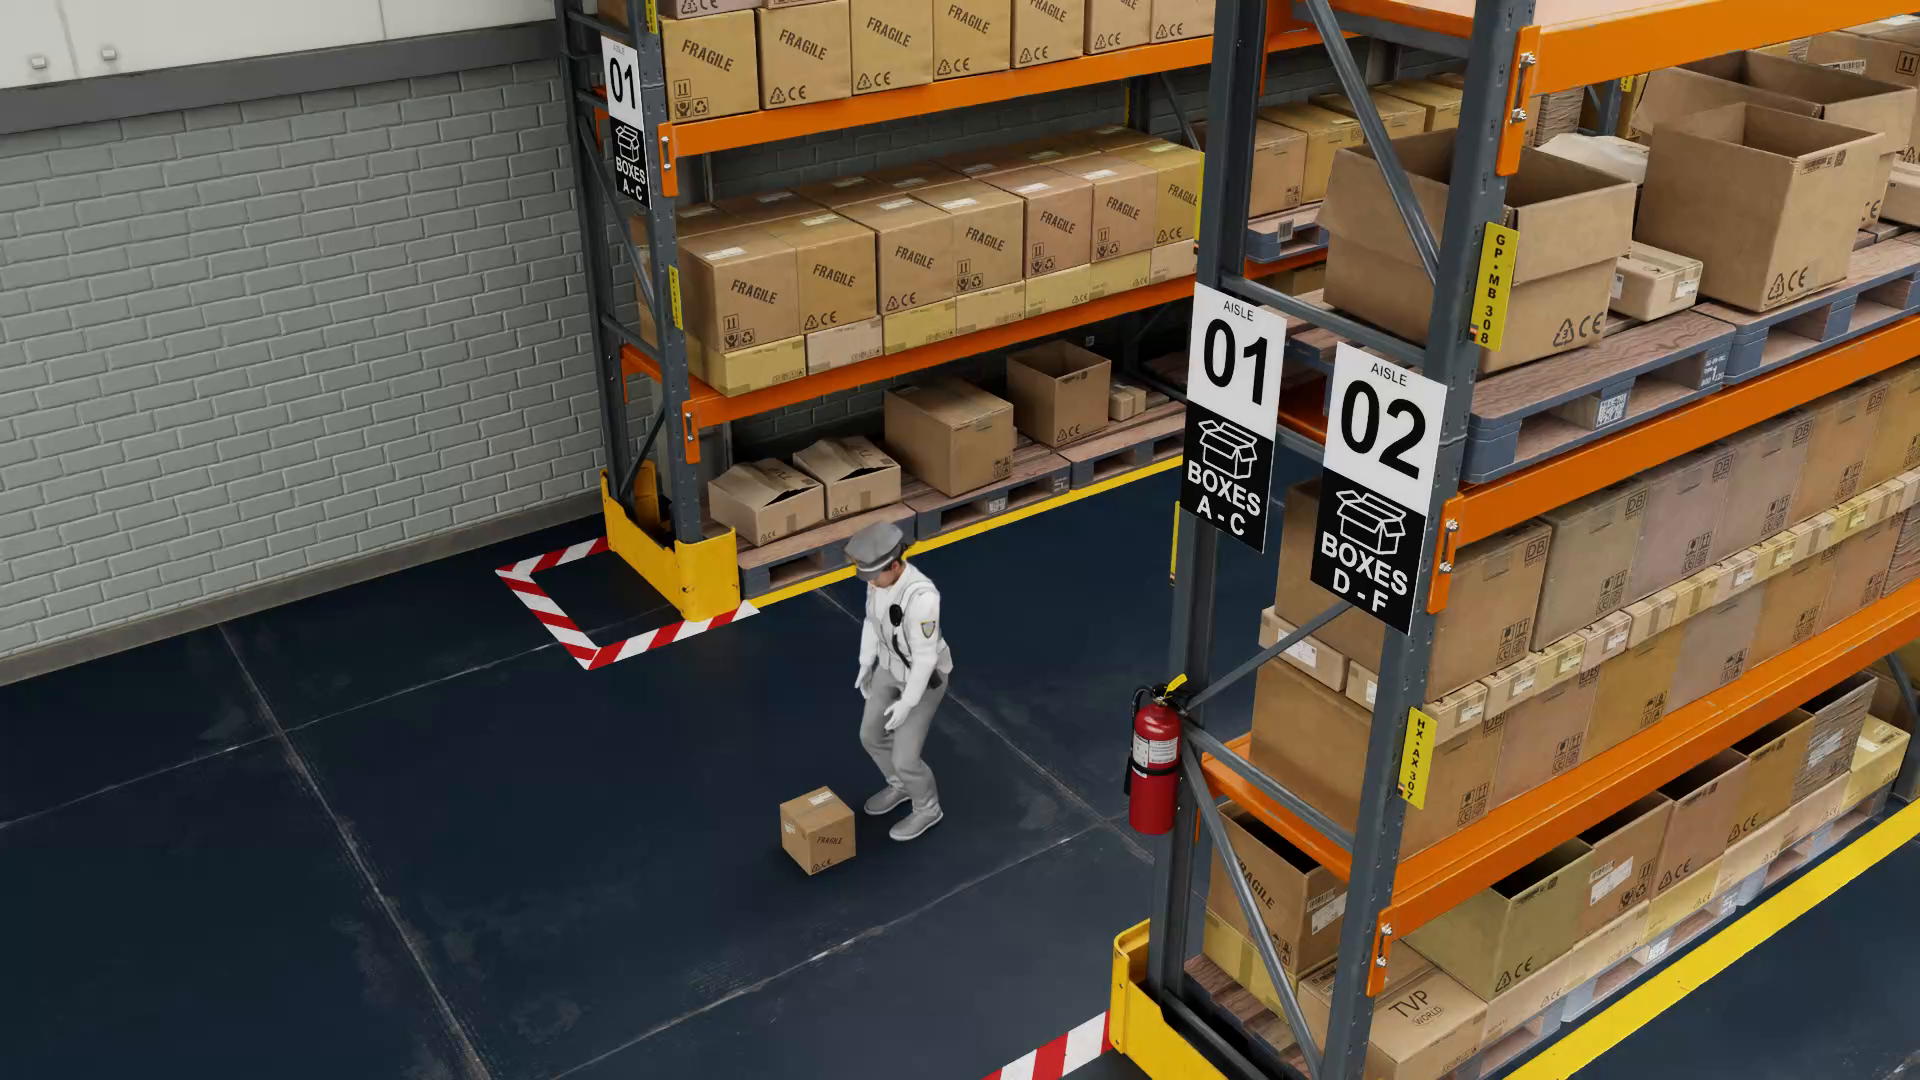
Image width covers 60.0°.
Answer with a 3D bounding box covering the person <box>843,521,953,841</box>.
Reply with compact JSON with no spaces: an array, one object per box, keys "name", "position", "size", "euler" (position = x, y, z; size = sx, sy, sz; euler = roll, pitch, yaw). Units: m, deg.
[{"name":"person","position":[-0.270,0.638,7.538],"size":[0.485,1.604,0.508],"euler":[-18,33,-29]}]
